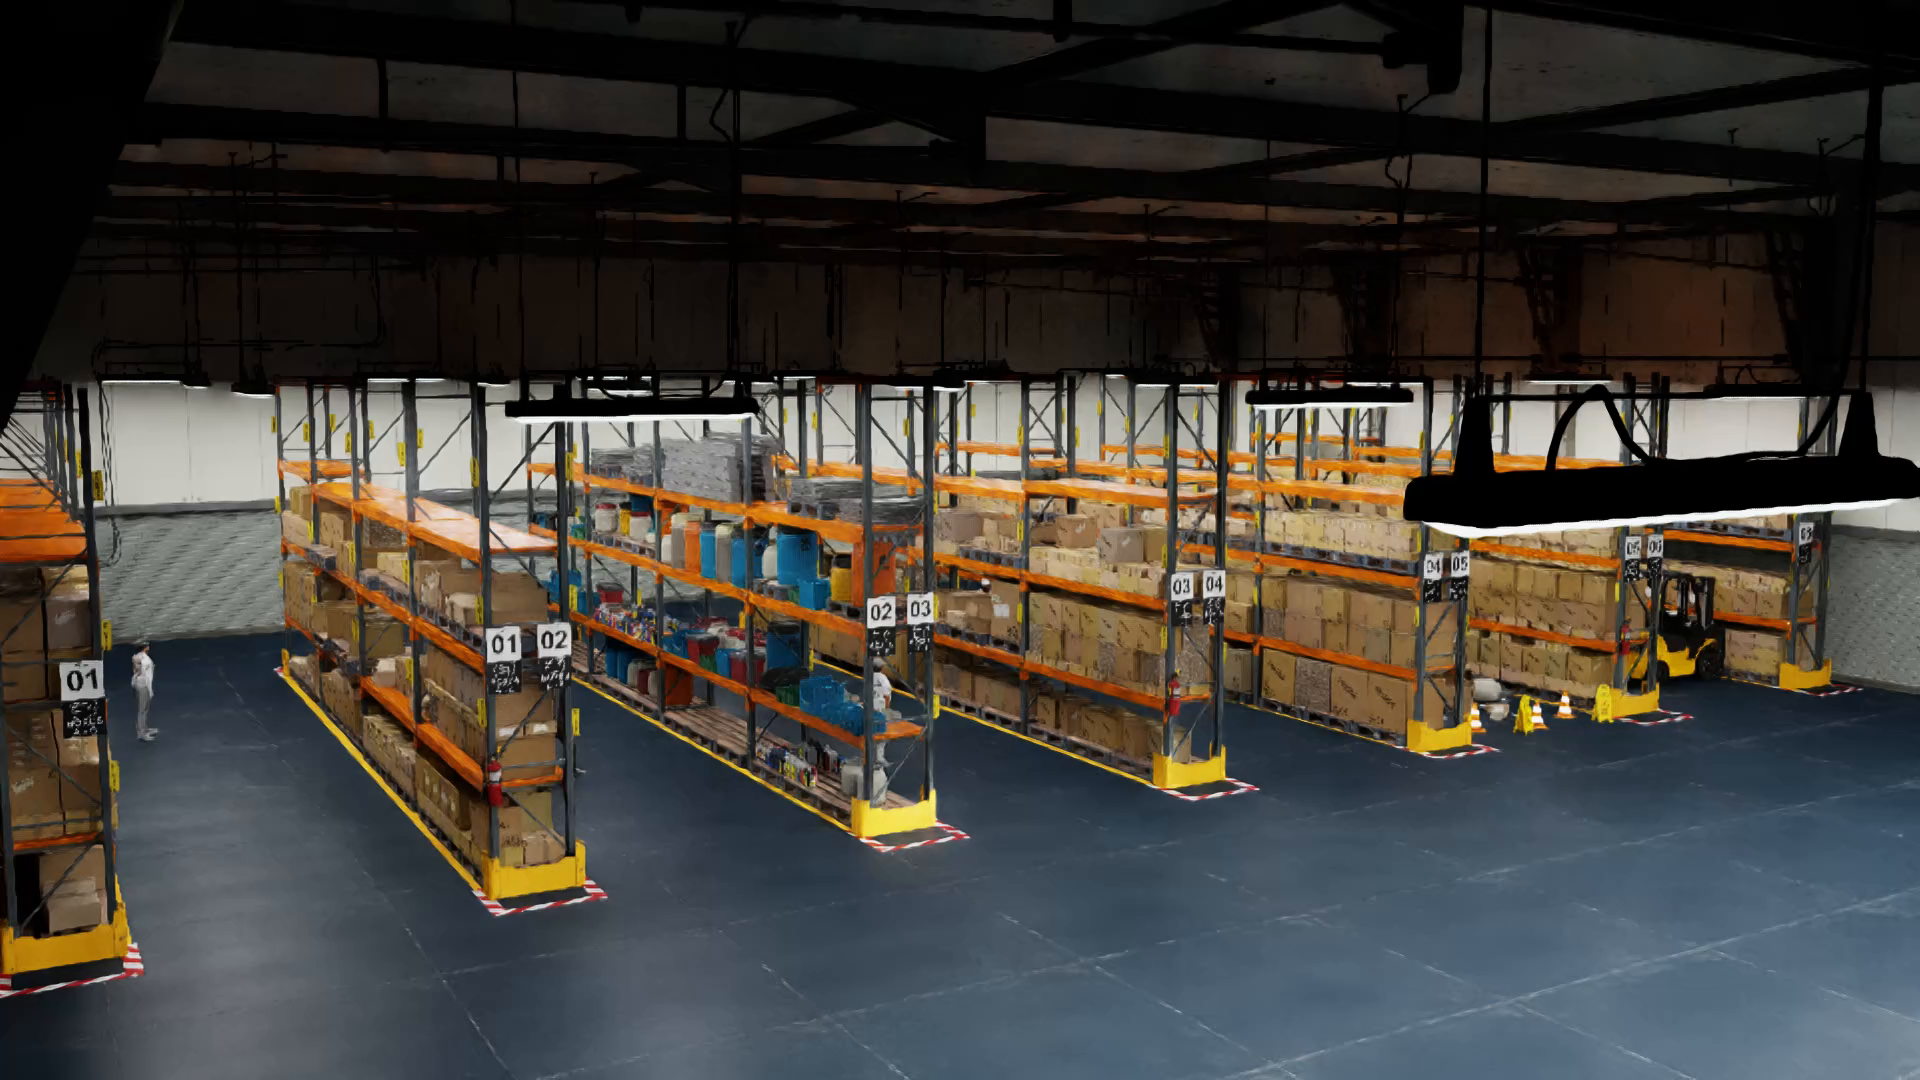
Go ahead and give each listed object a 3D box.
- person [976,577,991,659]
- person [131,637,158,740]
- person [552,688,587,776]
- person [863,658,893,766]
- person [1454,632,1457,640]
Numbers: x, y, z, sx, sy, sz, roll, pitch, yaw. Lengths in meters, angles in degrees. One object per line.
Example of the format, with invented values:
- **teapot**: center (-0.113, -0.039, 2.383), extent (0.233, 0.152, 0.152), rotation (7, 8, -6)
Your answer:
- **person**: center (0.530, 1.625, 35.217), extent (0.577, 1.687, 1.115), rotation (-4, 7, -32)
- **person**: center (-13.559, 2.458, 27.687), extent (0.548, 1.682, 0.438), rotation (6, 9, 43)
- **person**: center (-6.189, 2.726, 25.090), extent (0.904, 1.712, 0.735), rotation (6, 9, 43)
- **person**: center (-1.294, 2.658, 25.908), extent (0.608, 1.668, 0.400), rotation (5, 8, 40)
- **person**: center (10.937, 1.410, 37.262), extent (0.575, 1.667, 0.569), rotation (0, 6, -3)
